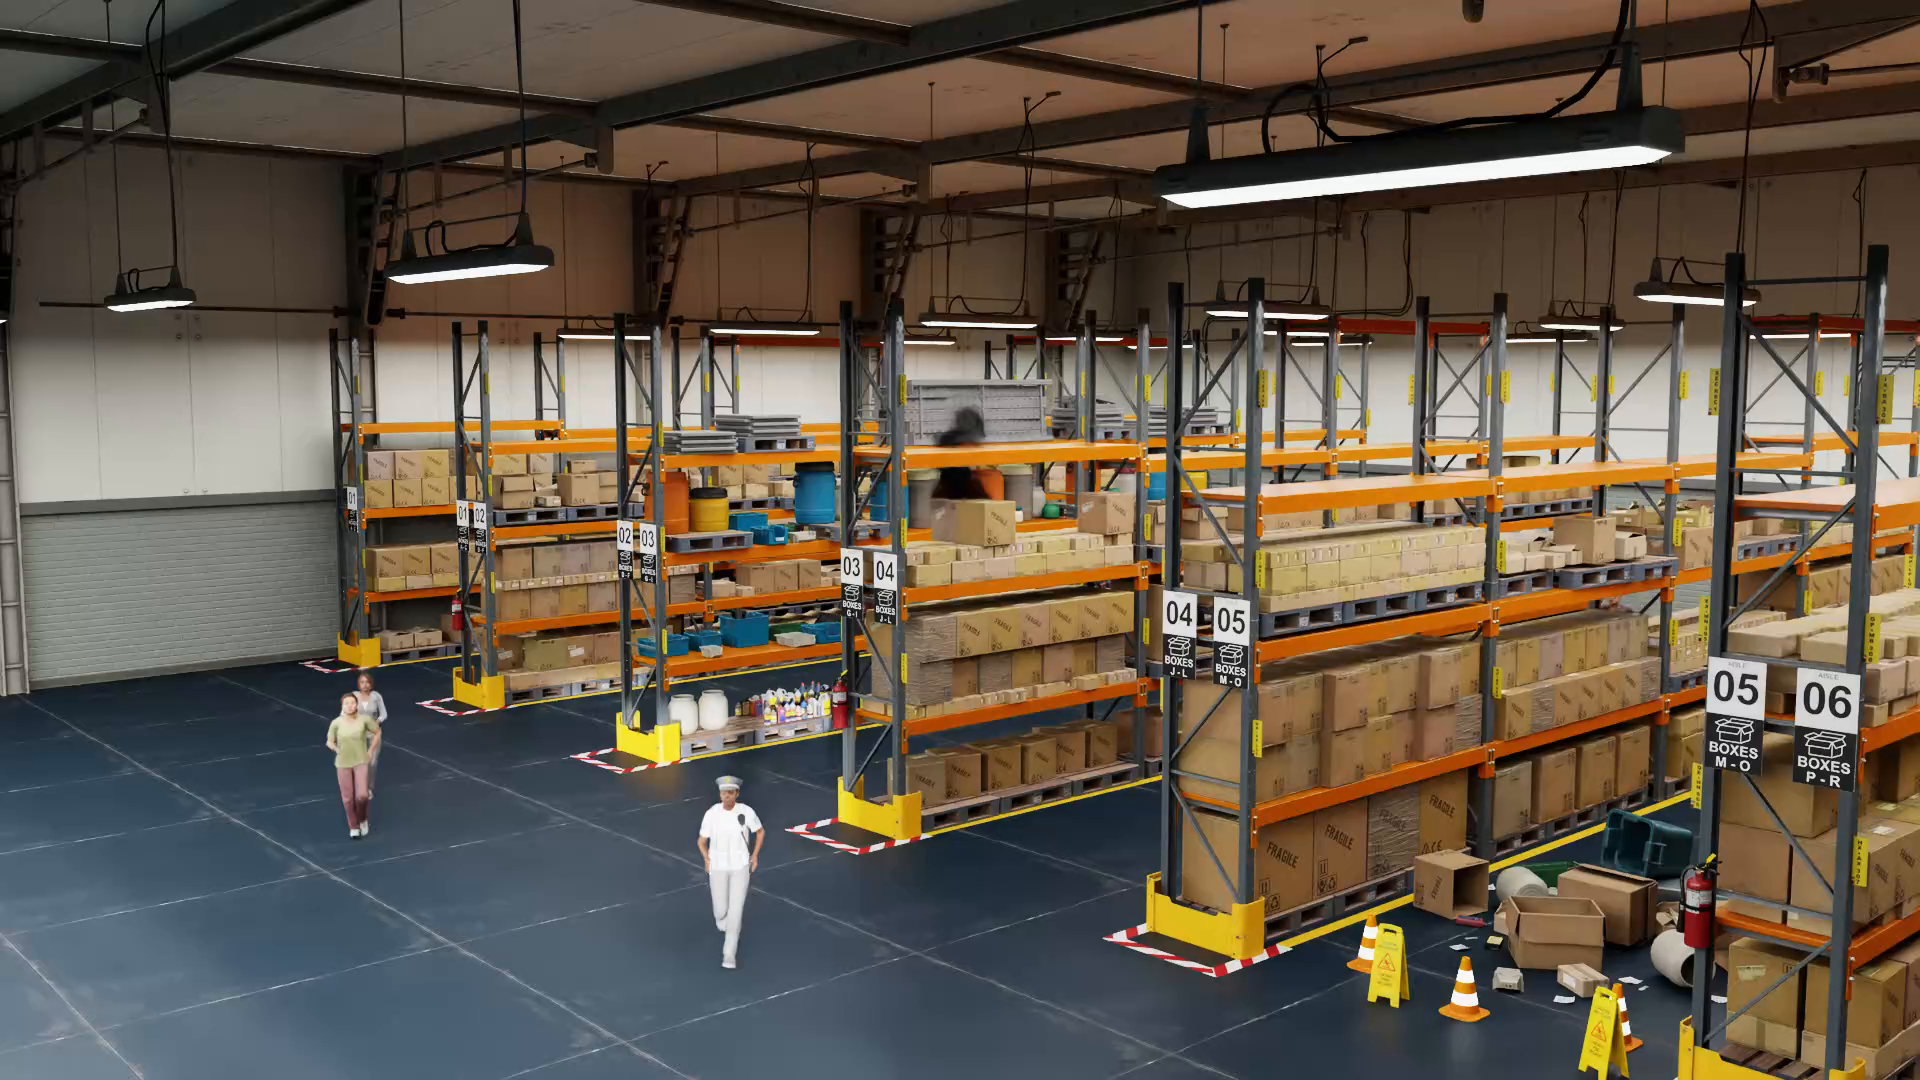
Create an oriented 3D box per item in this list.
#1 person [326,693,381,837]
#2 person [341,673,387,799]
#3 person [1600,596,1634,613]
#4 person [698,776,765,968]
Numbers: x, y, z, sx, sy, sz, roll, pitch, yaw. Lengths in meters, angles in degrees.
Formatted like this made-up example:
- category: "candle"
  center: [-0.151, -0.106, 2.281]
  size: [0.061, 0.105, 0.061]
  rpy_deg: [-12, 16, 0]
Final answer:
- category: "person"
  center: [-6.743, 2.513, 18.482]
  size: [0.567, 1.628, 0.549]
  rpy_deg: [-2, 6, -15]
- category: "person"
  center: [-7.209, 2.395, 20.162]
  size: [0.522, 1.559, 0.549]
  rpy_deg: [-2, 6, -23]
- category: "person"
  center: [10.607, 1.703, 26.904]
  size: [0.695, 1.643, 0.693]
  rpy_deg: [5, 8, 44]
- category: "person"
  center: [-2.025, 2.894, 14.751]
  size: [0.593, 1.657, 0.773]
  rpy_deg: [-1, 6, -5]
